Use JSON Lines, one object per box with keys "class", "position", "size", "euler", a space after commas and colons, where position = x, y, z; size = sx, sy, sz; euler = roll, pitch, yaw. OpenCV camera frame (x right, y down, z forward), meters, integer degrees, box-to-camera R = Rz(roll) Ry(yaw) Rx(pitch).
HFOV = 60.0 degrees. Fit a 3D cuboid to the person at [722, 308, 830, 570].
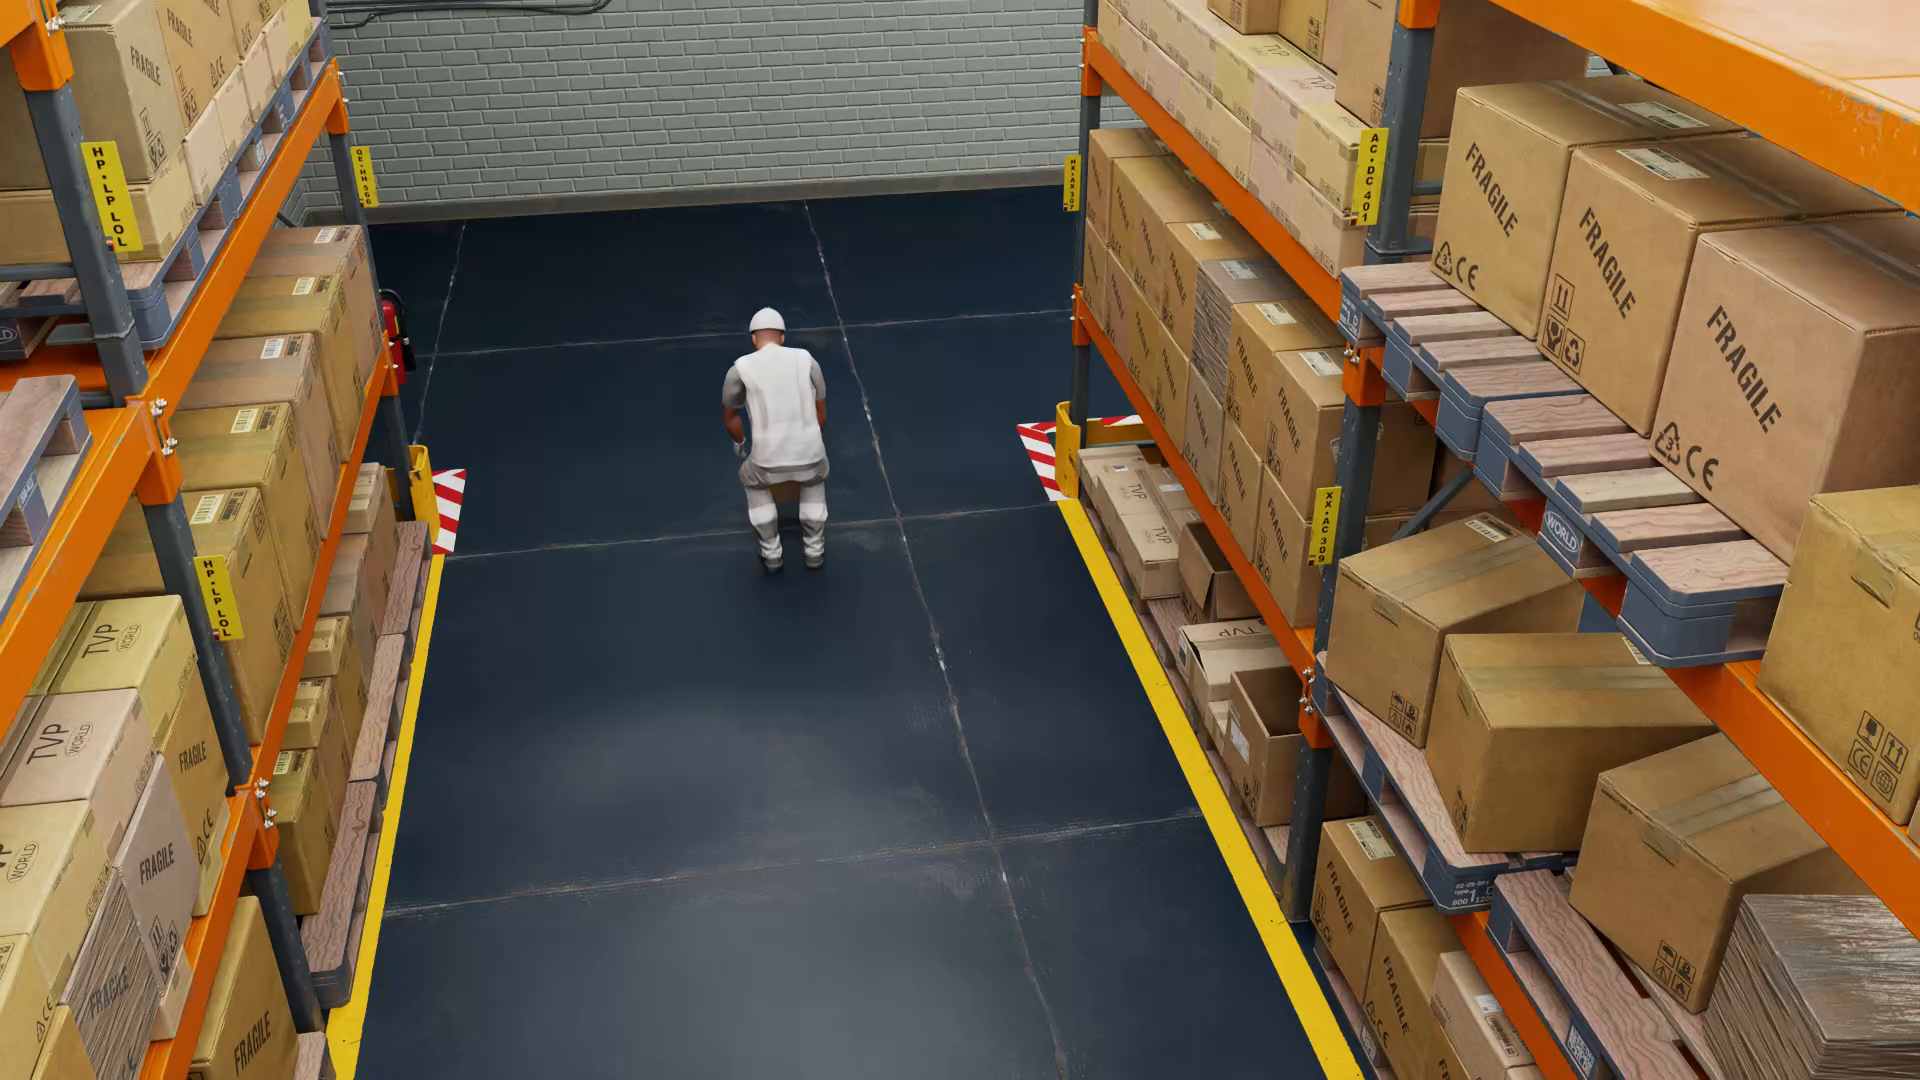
{"class": "person", "position": [-1.029, -0.540, 9.379], "size": [0.583, 1.443, 0.743], "euler": [-5, 31, -9]}
